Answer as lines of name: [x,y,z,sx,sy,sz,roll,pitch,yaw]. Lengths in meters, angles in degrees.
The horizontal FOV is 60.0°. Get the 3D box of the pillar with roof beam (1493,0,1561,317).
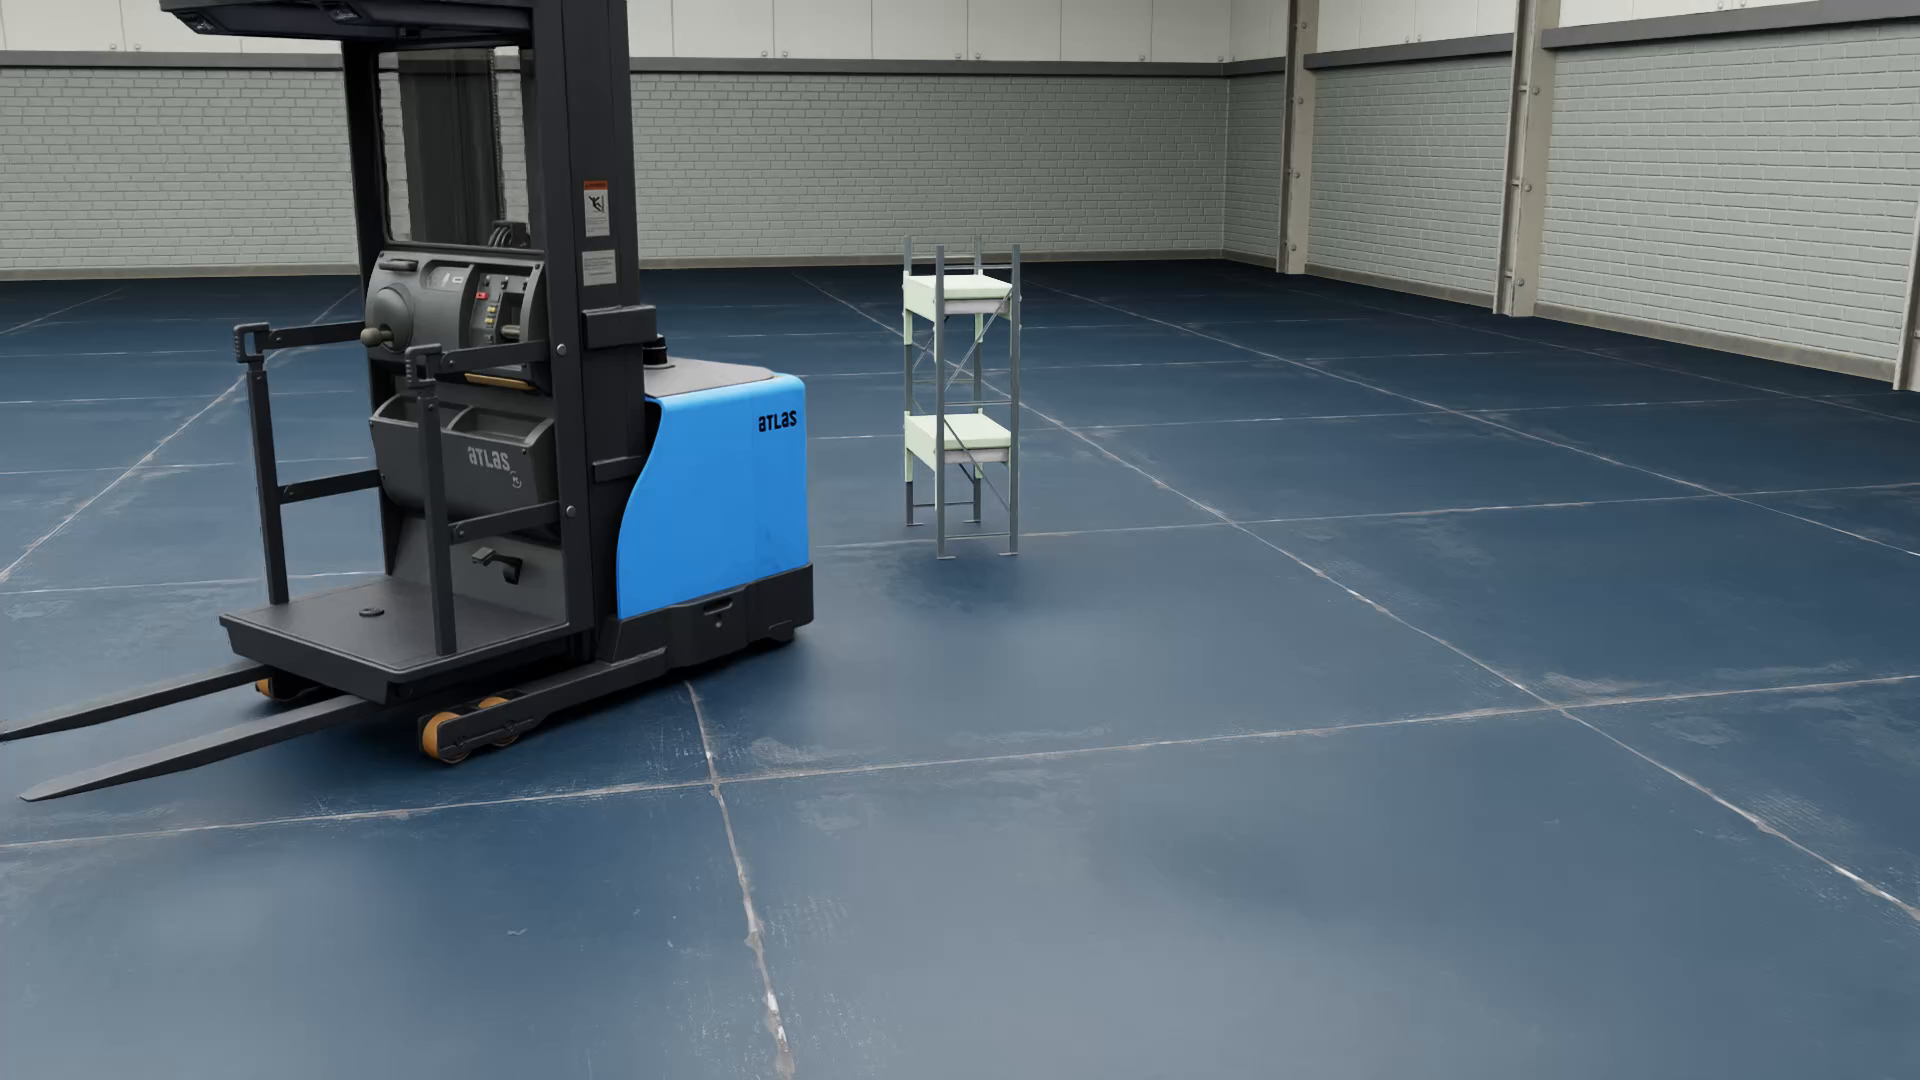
pillar with roof beam: [2.122,-6.698,16.881,9.100,9.000,0.400,-3,14,-13]

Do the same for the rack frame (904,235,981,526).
rack frame: [-0.088,-0.815,8.601,0.400,1.500,0.023,-3,14,-13]

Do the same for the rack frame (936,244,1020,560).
rack frame: [0.084,-0.646,7.910,0.400,1.500,0.023,-3,14,-13]

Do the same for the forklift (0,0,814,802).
forklift: [-1.894,-0.825,5.628,1.130,2.935,3.031,10,17,36]

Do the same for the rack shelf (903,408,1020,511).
rack shelf: [-0.002,-0.413,8.333,0.431,0.370,0.720,-3,14,-13]

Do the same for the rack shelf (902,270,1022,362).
rack shelf: [-0.002,-1.109,8.163,0.431,0.370,0.720,-3,14,-13]

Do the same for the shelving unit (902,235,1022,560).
shelving unit: [-0.002,-0.730,8.255,0.431,1.500,0.755,-3,14,-13]

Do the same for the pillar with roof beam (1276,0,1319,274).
pillar with roof beam: [0.713,-8.082,22.547,9.100,9.000,0.400,-3,14,-13]

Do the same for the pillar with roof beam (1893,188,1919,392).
pillar with roof beam: [3.531,-5.314,11.215,9.100,9.000,0.400,-3,14,-13]
